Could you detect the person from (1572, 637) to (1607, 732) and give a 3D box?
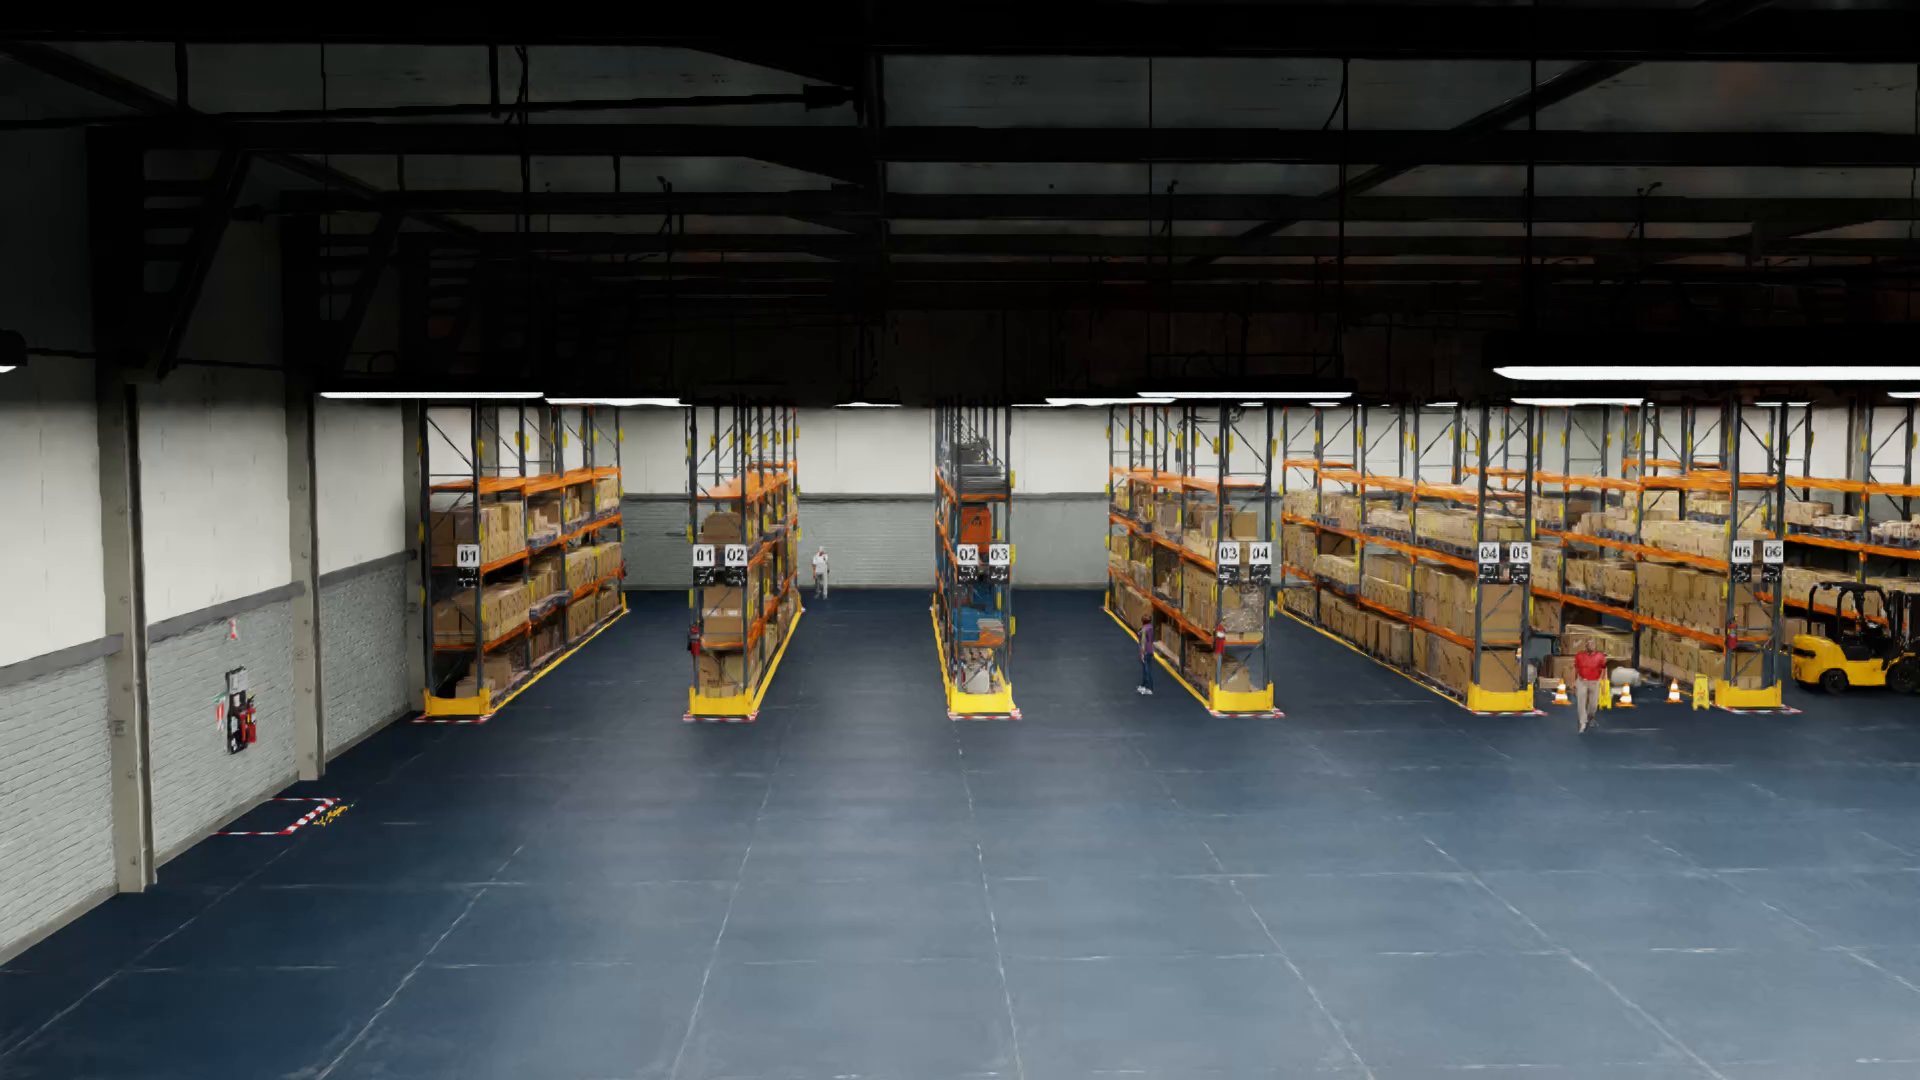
[{"bbox_3d":[11.187,2.554,29.553,0.564,1.677,0.950,1,5,13],"label":"person"}]

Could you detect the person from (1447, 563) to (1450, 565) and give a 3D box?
[{"bbox_3d":[15.317,0.817,51.352,0.500,1.706,0.639,-3,5,-35],"label":"person"}]

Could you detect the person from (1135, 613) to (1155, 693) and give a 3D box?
[{"bbox_3d":[3.726,2.276,33.532,0.449,1.599,0.467,2,5,29],"label":"person"}]

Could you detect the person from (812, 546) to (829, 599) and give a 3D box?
[{"bbox_3d":[-4.209,0.963,50.270,0.497,1.580,1.081,0,5,-5],"label":"person"}]
